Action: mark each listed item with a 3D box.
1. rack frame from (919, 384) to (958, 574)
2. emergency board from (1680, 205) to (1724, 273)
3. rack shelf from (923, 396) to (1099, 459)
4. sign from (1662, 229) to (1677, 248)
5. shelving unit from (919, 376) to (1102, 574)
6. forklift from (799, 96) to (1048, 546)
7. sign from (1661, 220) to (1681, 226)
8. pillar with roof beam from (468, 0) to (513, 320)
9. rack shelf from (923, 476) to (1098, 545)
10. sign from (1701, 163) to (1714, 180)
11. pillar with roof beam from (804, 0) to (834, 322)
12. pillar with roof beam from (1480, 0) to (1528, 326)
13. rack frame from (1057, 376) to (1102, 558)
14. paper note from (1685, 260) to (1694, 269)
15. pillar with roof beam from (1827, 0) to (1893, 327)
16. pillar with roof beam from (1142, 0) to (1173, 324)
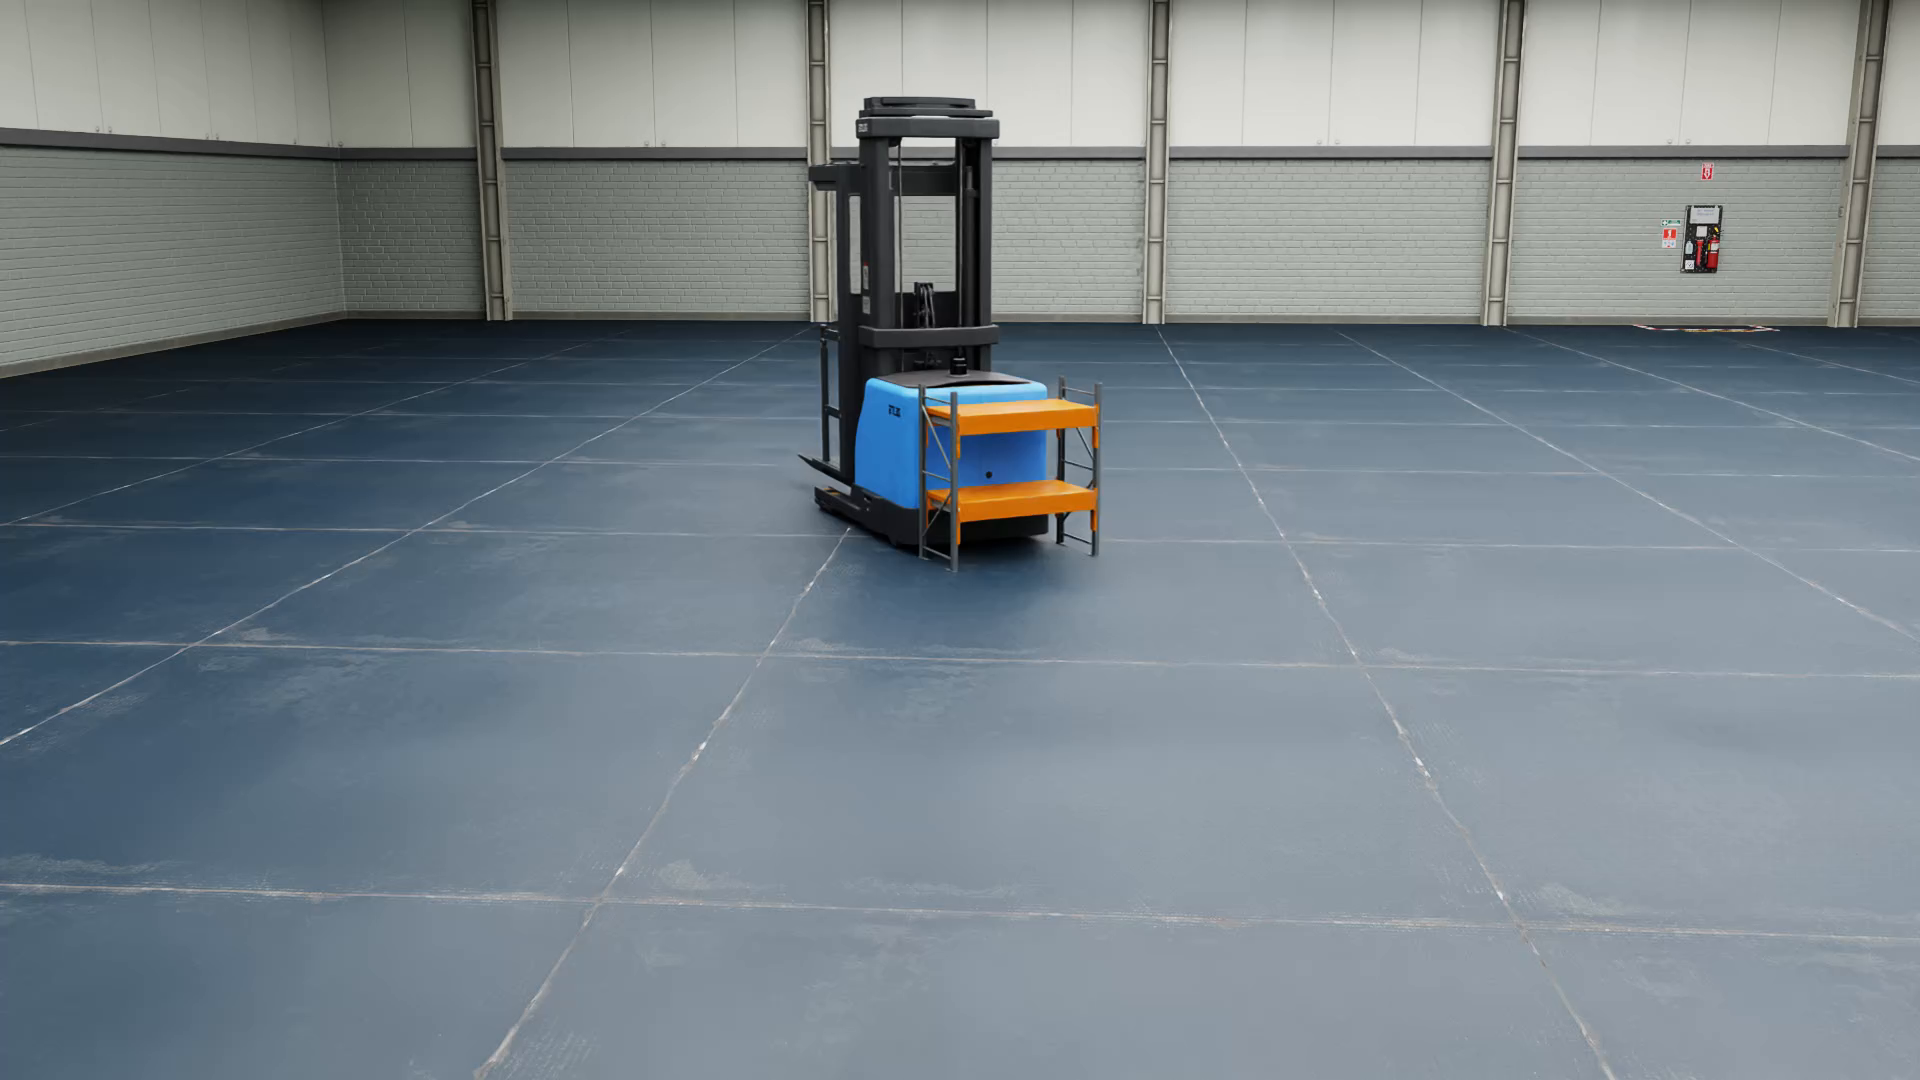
[{"bbox_3d":[-0.138,-0.390,10.386,0.032,1.125,0.500,-6,13,-26],"label":"rack frame"},{"bbox_3d":[12.989,-5.249,29.033,0.643,1.169,0.194,1,12,4],"label":"emergency board"},{"bbox_3d":[0.318,-0.723,10.548,1.000,0.278,0.538,-6,13,-26],"label":"rack shelf"},{"bbox_3d":[12.444,-5.295,29.166,0.234,0.329,0.001,1,12,4],"label":"sign"},{"bbox_3d":[0.318,-0.437,10.608,1.048,1.125,0.538,-6,13,-26],"label":"shelving unit"},{"bbox_3d":[-0.431,-1.652,12.009,1.130,2.935,3.031,-5,13,-22],"label":"forklift"},{"bbox_3d":[12.448,-5.552,29.103,0.331,0.109,0.001,1,12,4],"label":"sign"},{"bbox_3d":[-8.782,-7.592,25.585,0.400,9.000,9.100,1,12,4],"label":"pillar with roof beam"},{"bbox_3d":[0.318,-0.197,10.658,1.000,0.278,0.538,-6,13,-26],"label":"rack shelf"},{"bbox_3d":[12.987,-6.404,28.893,0.199,0.298,0.001,1,12,4],"label":"sign"},{"bbox_3d":[-2.796,-7.510,25.193,0.400,9.000,9.100,1,12,4],"label":"pillar with roof beam"},{"bbox_3d":[9.177,-7.346,24.408,0.400,9.000,9.100,1,12,4],"label":"pillar with roof beam"},{"bbox_3d":[0.773,-0.483,10.829,0.032,1.125,0.500,-6,13,-26],"label":"rack frame"},{"bbox_3d":[12.817,-4.834,29.202,0.142,0.148,0.016,1,12,4],"label":"paper note"},{"bbox_3d":[15.164,-7.264,24.015,0.400,9.000,9.100,1,12,4],"label":"pillar with roof beam"},{"bbox_3d":[3.191,-7.428,24.800,0.400,9.000,9.100,1,12,4],"label":"pillar with roof beam"}]
